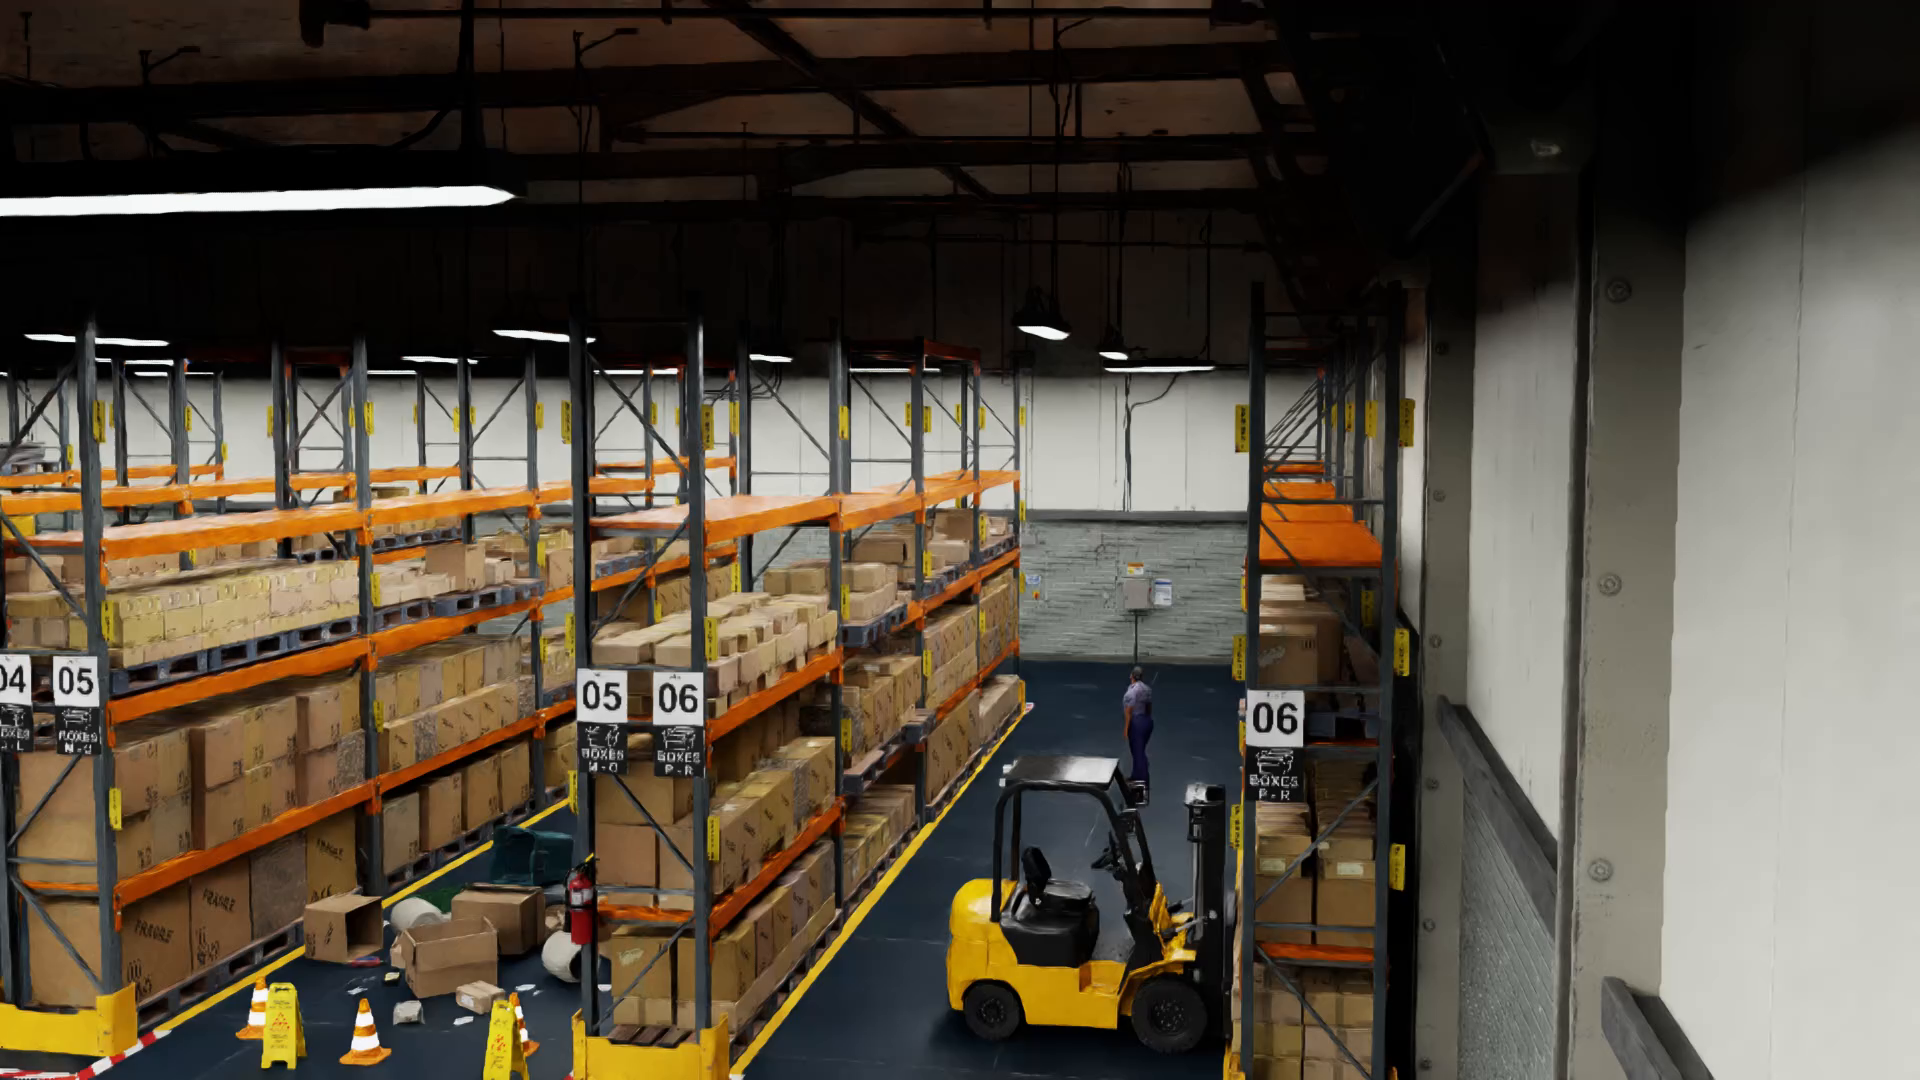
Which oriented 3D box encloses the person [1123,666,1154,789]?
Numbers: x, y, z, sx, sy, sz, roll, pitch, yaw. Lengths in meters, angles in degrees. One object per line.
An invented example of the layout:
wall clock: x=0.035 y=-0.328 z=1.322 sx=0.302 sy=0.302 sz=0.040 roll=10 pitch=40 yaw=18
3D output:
person: x=2.382 y=2.523 z=22.515 sx=0.564 sy=1.639 sz=0.596 roll=3 pitch=5 yaw=33
